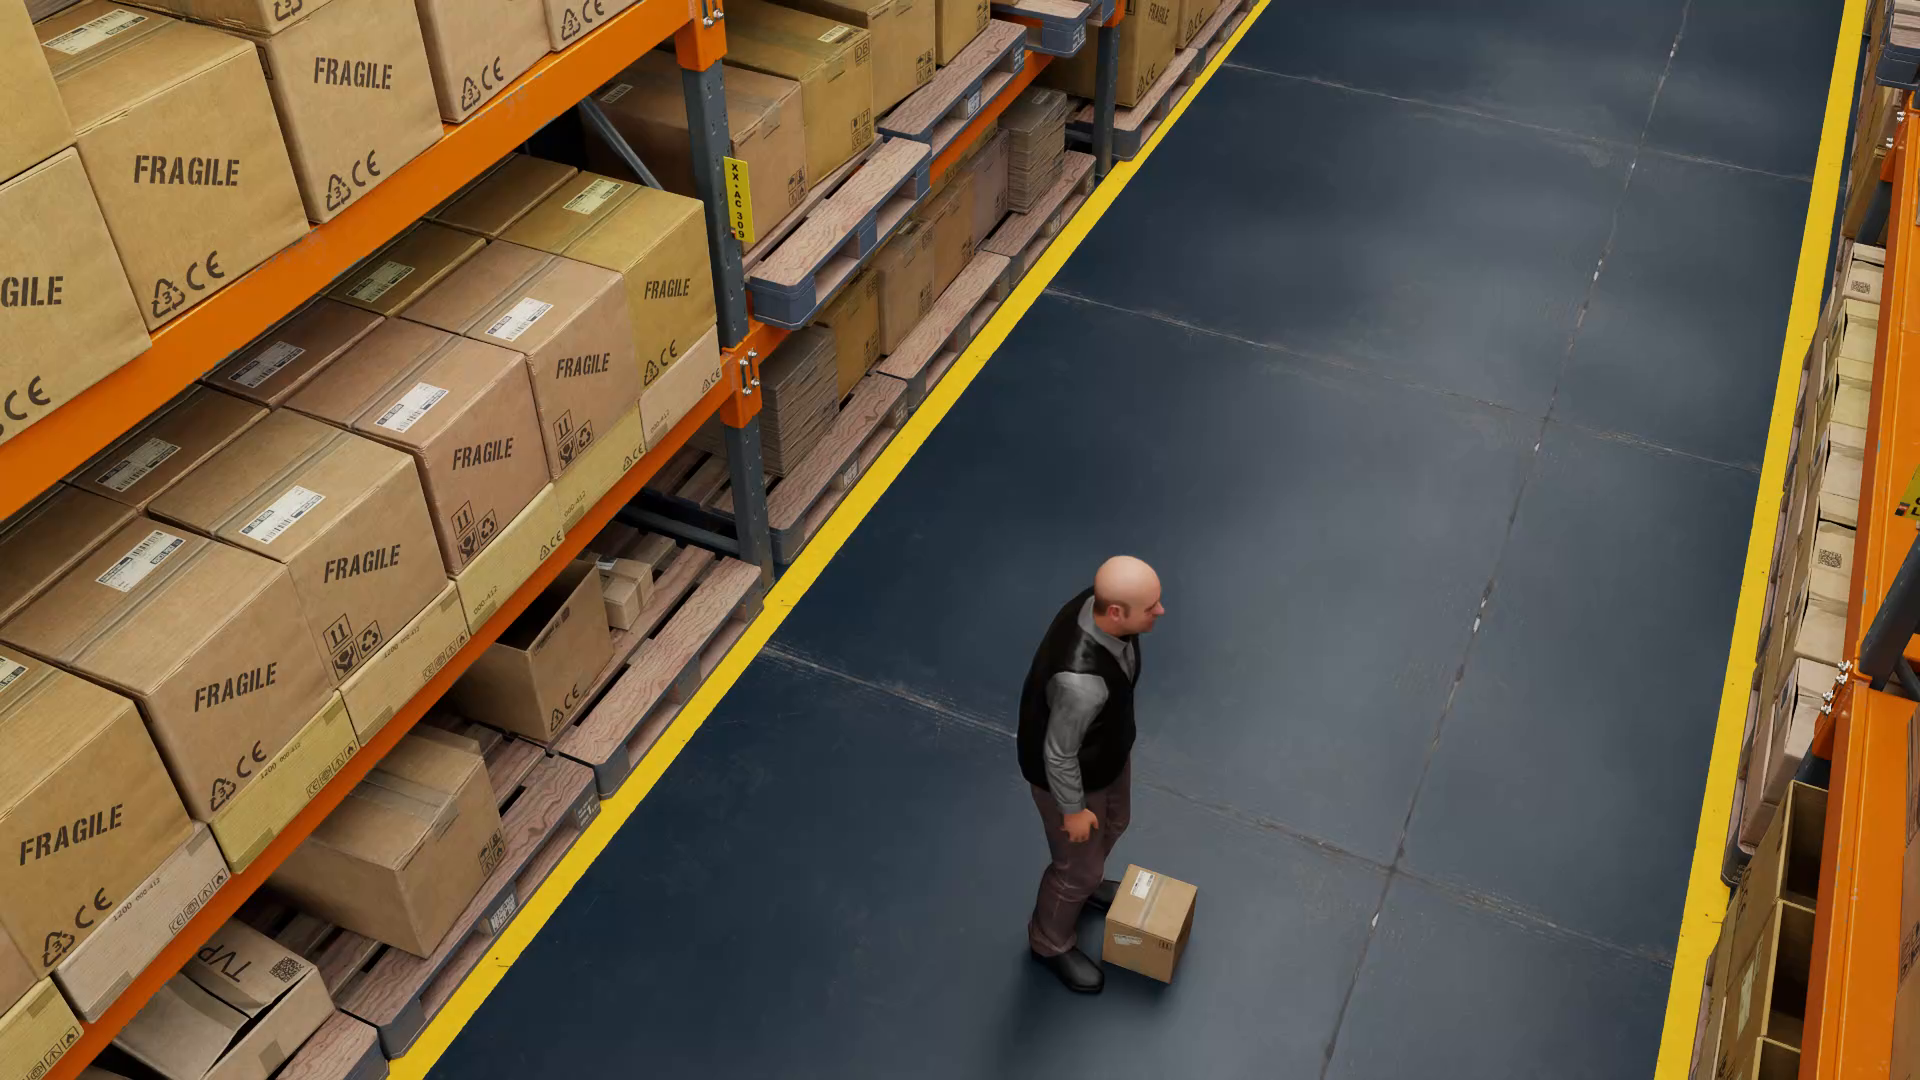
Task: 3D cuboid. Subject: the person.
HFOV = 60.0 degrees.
[{"bbox_3d":[0.406,0.705,5.385,0.413,1.722,0.592,15,44,17],"label":"person"}]
